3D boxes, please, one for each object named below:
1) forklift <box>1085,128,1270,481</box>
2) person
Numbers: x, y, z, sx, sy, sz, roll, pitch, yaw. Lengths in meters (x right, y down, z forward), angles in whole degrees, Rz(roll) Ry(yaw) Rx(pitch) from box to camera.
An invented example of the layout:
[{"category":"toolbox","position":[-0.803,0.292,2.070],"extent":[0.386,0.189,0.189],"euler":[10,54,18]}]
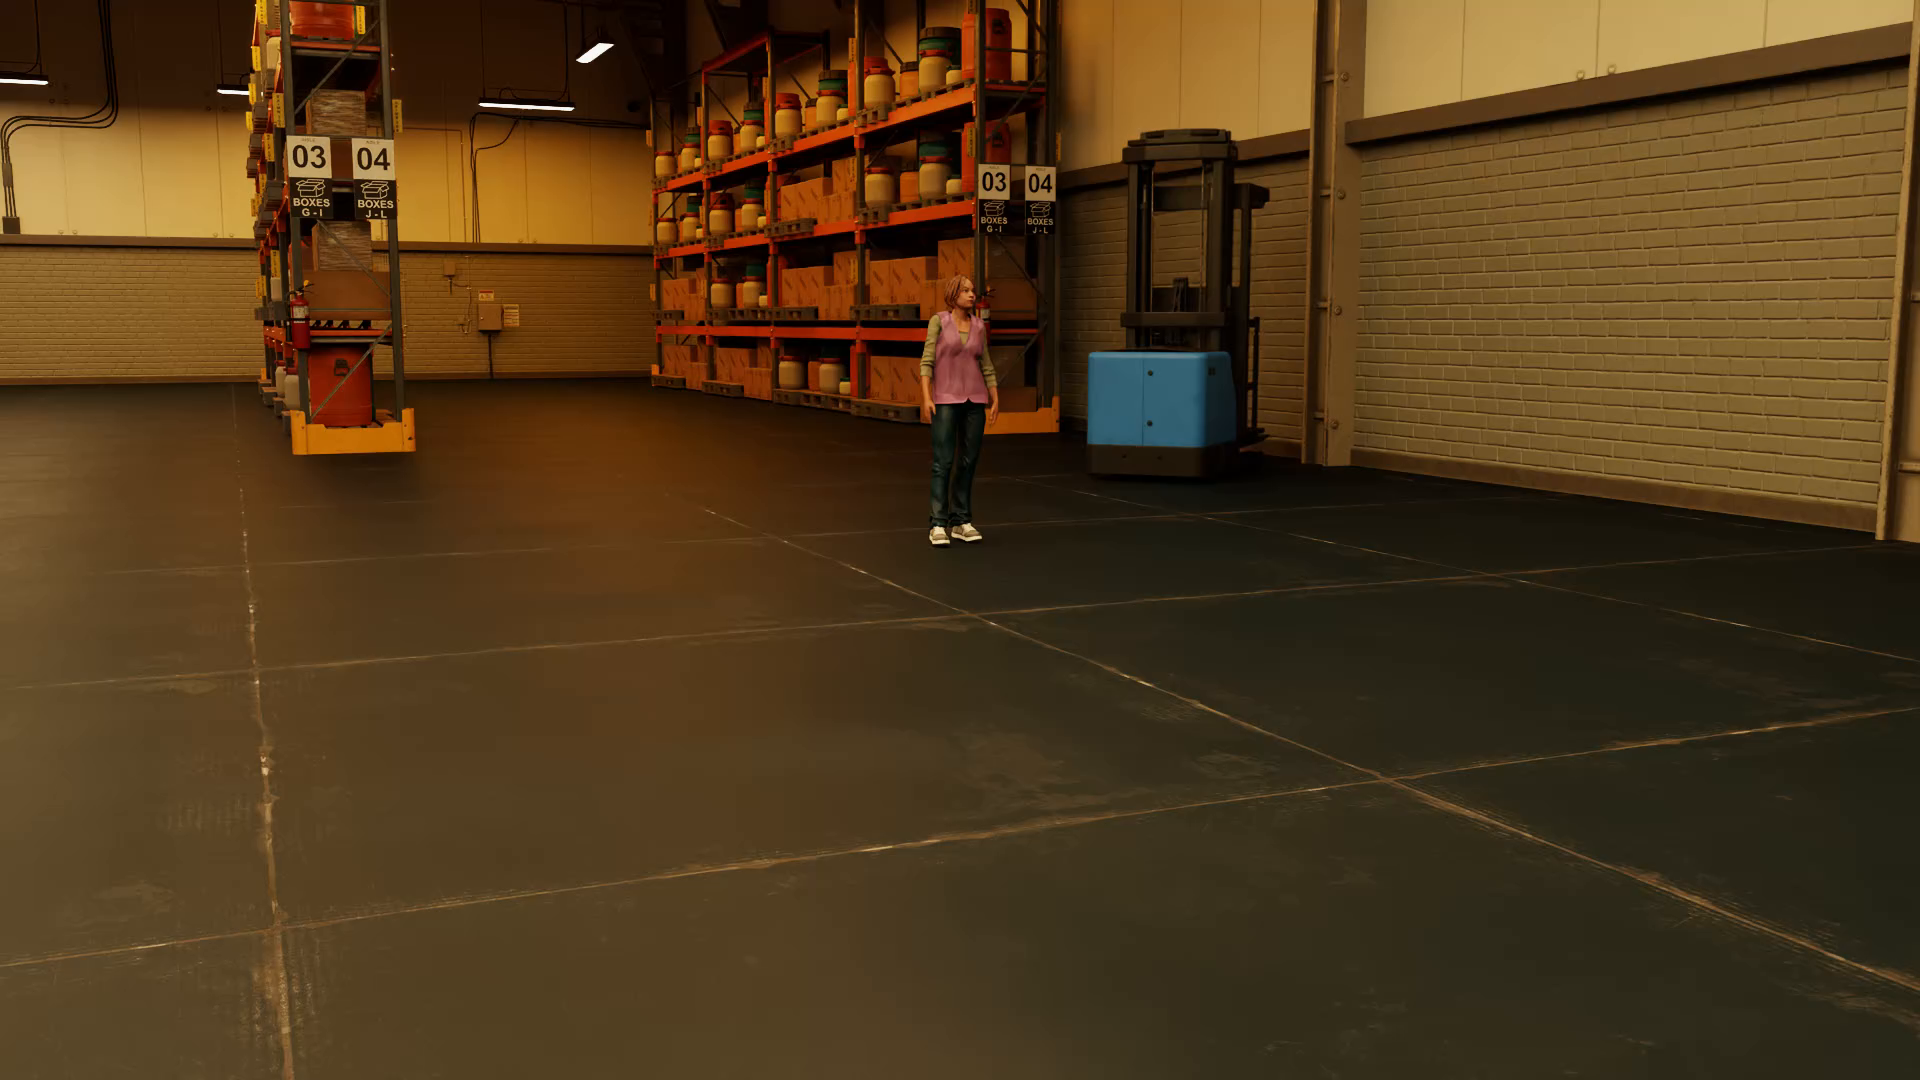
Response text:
[{"category":"forklift","position":[2.100,-2.094,14.826],"extent":[1.130,2.935,3.031],"euler":[3,8,23]},{"category":"person","position":[0.017,-0.786,9.976],"extent":[0.521,1.592,0.473],"euler":[-3,8,-23]}]
